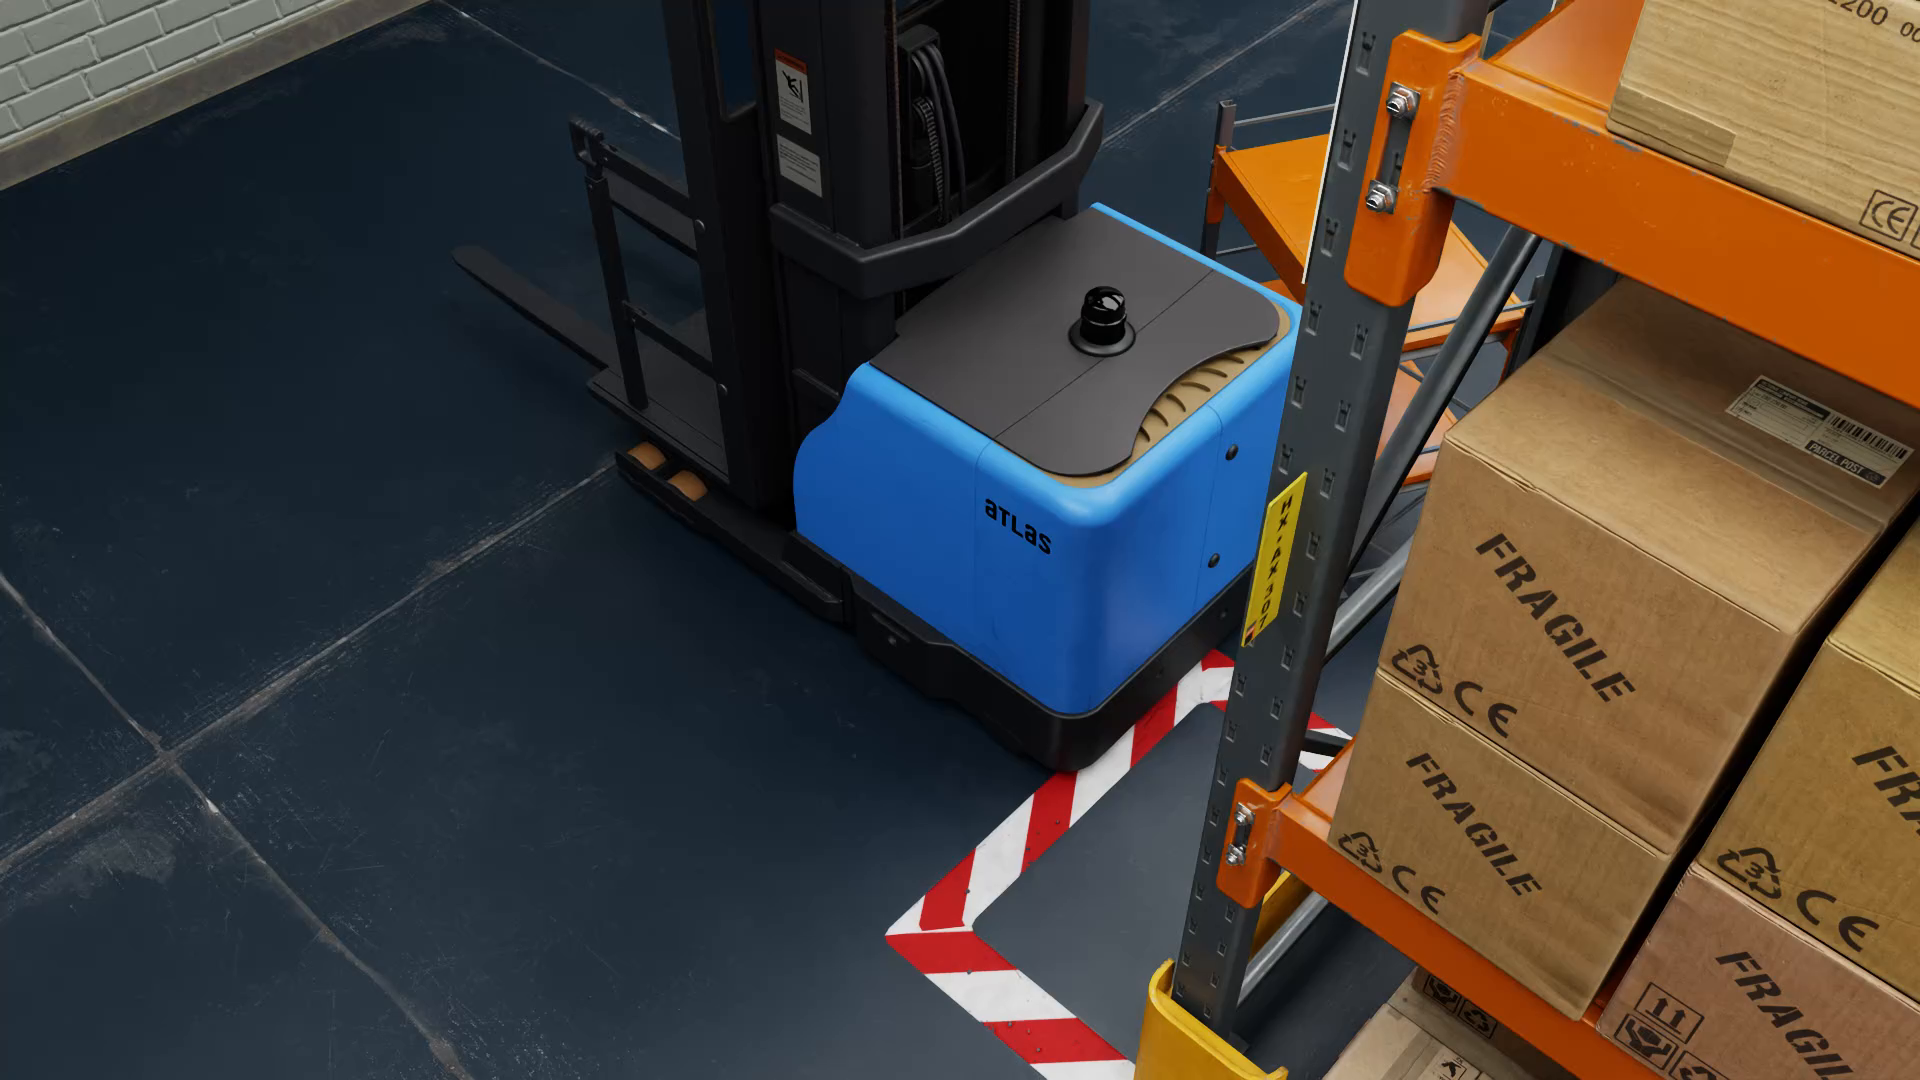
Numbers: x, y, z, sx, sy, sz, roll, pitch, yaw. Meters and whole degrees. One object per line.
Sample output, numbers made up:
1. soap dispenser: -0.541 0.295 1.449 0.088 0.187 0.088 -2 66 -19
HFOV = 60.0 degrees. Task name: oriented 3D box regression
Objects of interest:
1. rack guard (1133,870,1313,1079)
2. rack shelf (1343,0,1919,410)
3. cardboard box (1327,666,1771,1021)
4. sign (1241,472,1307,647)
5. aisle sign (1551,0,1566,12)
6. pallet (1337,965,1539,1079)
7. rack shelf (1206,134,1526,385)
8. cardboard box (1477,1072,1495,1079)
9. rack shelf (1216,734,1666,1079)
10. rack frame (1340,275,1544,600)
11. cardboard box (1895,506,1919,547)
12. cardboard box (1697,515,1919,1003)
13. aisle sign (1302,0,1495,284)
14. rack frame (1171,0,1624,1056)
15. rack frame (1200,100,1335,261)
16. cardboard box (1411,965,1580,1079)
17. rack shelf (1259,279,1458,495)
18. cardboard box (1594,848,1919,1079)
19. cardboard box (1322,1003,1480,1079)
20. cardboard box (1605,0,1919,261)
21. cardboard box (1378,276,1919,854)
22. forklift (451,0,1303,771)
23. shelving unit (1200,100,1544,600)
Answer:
1. rack guard: 0.909 0.933 4.031 0.348 0.500 1.175 34 55 28
2. rack shelf: 2.323 0.248 1.396 4.000 0.370 1.077 34 55 28
3. cardboard box: 1.000 0.366 2.780 0.500 0.500 0.500 35 56 28
4. sign: 0.485 0.034 2.567 0.005 0.325 0.100 34 55 28
5. aisle sign: 1.011 -1.048 2.393 0.004 0.787 0.394 34 55 28
6. pallet: 1.495 1.425 3.767 1.213 0.211 1.003 34 55 28
7. rack shelf: 1.163 -0.803 4.831 0.538 0.278 1.000 -13 48 -12
8. cardboard box: 1.111 1.374 3.544 0.250 0.166 0.380 34 55 28
9. rack shelf: 2.323 1.275 2.489 4.000 0.370 1.077 34 55 28
10. rack frame: 1.315 -0.249 4.712 0.500 1.125 0.032 -13 48 -12
11. cardboard box: 1.738 -0.015 2.452 0.500 0.500 0.500 35 56 29
12. cardboard box: 1.390 0.278 2.177 0.500 0.500 0.500 35 56 28
13. aisle sign: 0.604 -0.727 2.092 0.004 0.787 0.394 34 55 28
14. rack frame: 0.853 0.040 3.155 0.127 3.000 1.000 34 55 28
15. rack frame: 1.011 -0.957 5.377 0.500 1.125 0.032 -13 48 -12
16. cardboard box: 1.420 0.881 3.778 0.500 0.500 0.500 34 55 28
17. rack shelf: 1.163 -0.436 5.223 0.538 0.278 1.000 -13 48 -12
18. cardboard box: 1.383 0.618 2.543 0.500 0.500 0.500 33 55 27
19. cardboard box: 0.928 1.256 3.667 0.250 0.149 0.380 34 55 28
20. cardboard box: 1.058 -0.546 1.750 0.500 0.250 0.500 34 55 28
21. cardboard box: 1.000 0.024 2.416 0.500 0.500 0.500 36 56 29
22. forklift: -0.466 -1.312 4.471 3.031 2.935 1.130 33 55 27
23. shelving unit: 1.163 -0.603 5.044 0.538 1.125 1.048 -13 48 -12
